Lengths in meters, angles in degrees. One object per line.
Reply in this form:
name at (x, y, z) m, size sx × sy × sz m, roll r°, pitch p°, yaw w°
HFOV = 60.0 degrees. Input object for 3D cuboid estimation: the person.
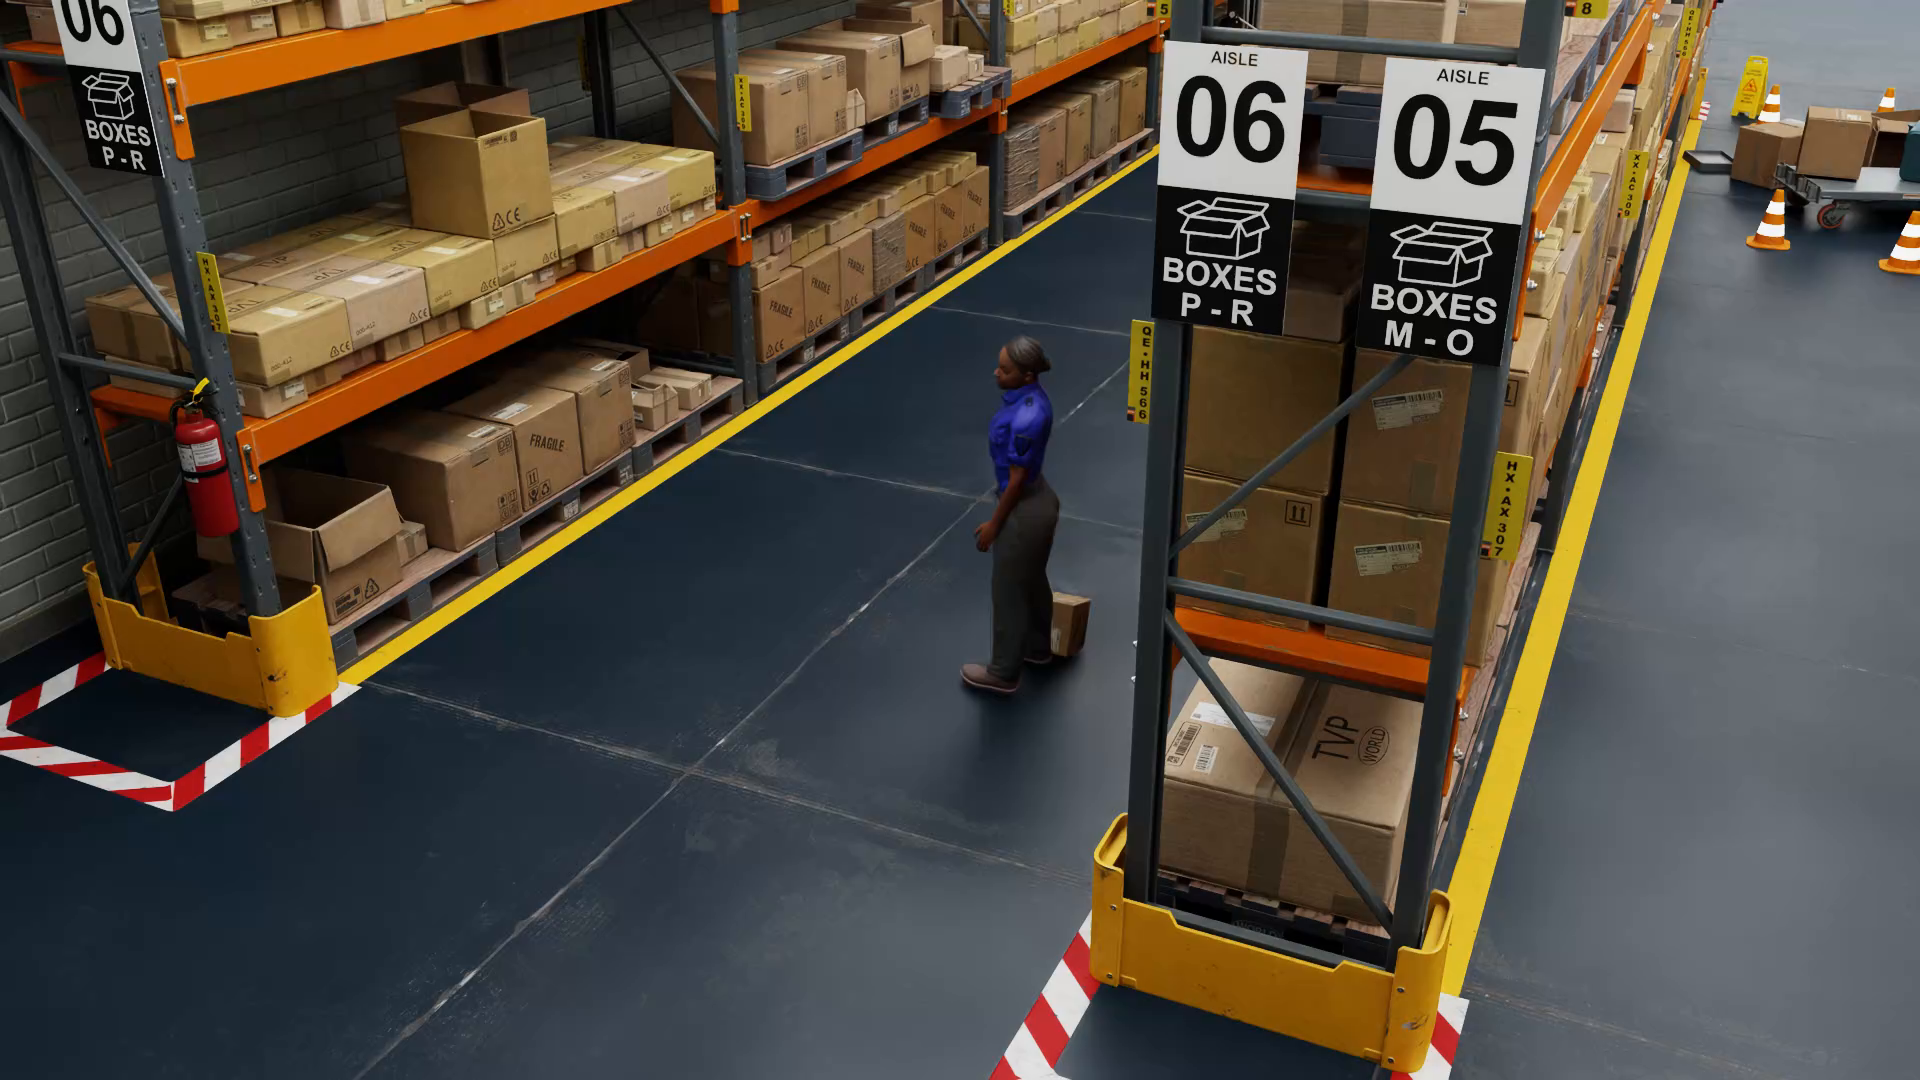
person at (0.222, -0.124, 7.316) m, size 0.430 × 1.667 × 0.502 m, roll 3°, pitch 26°, yaw 5°
